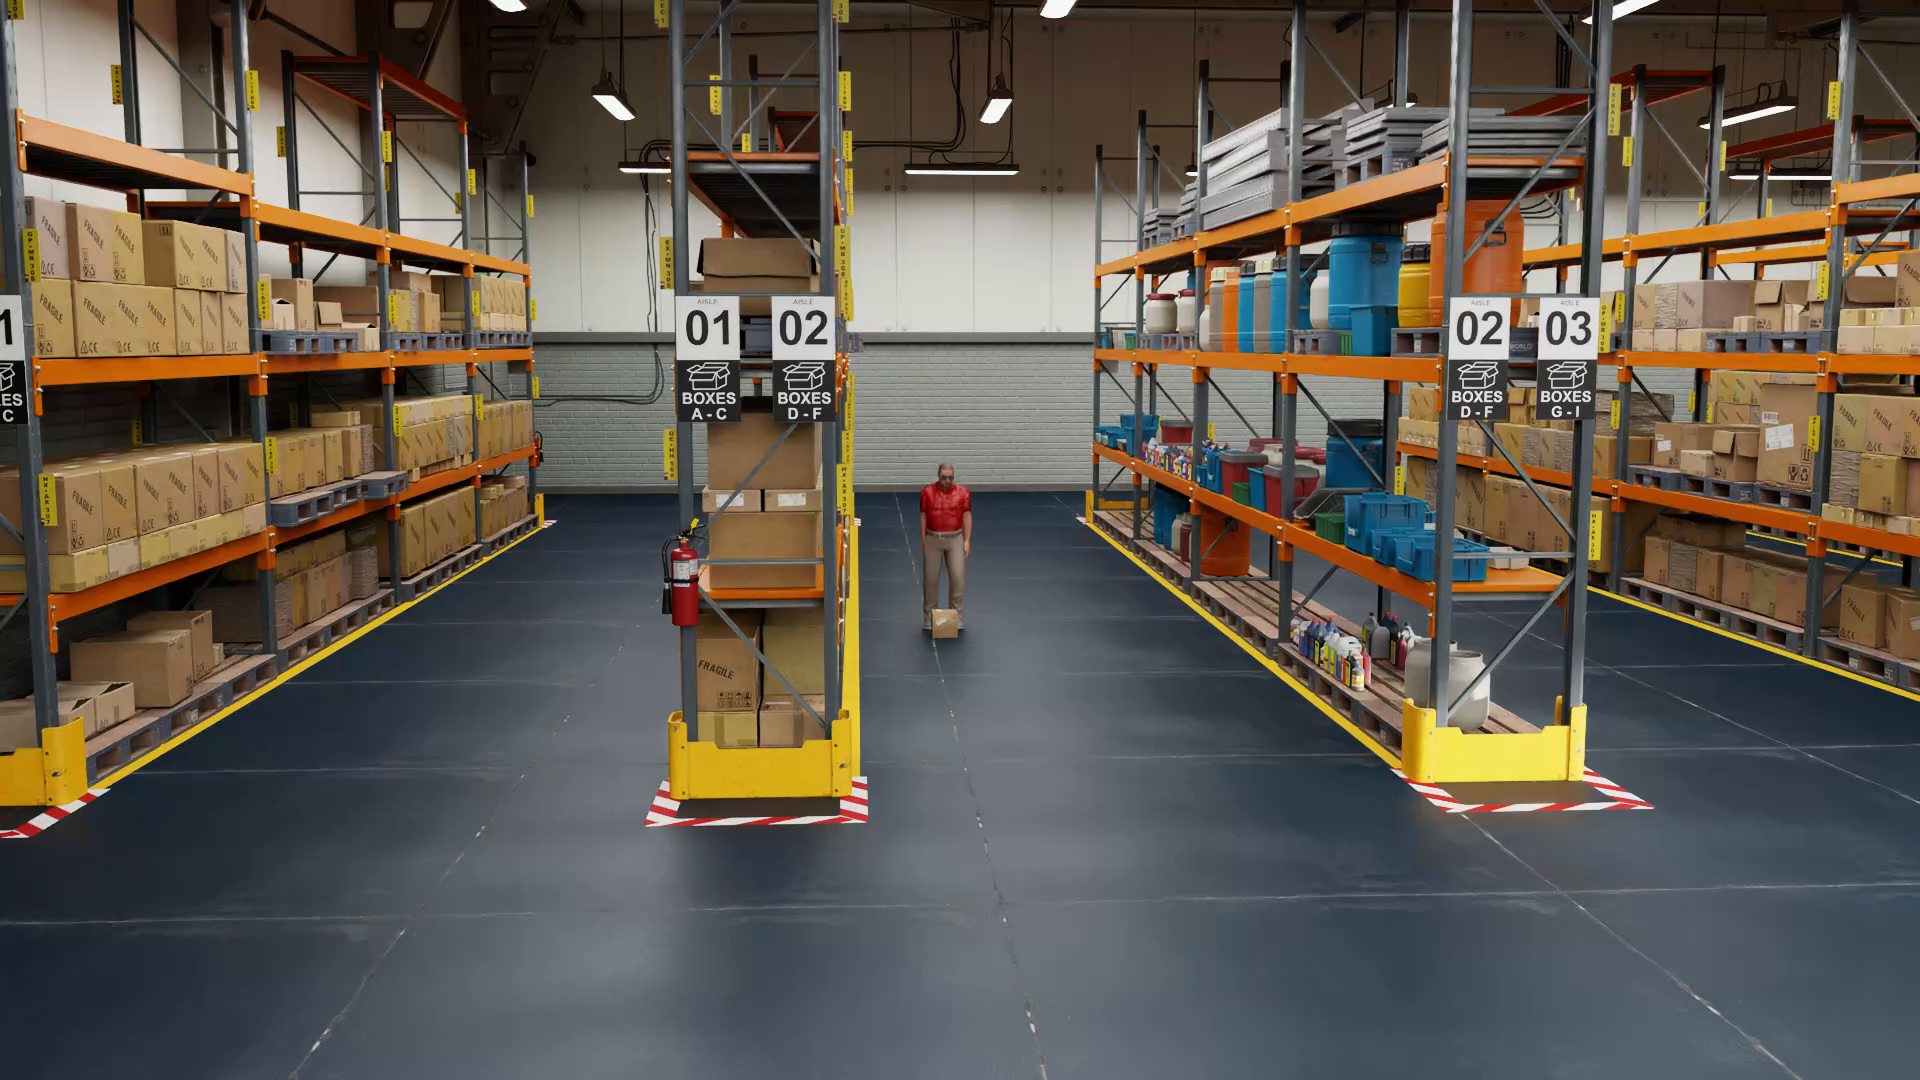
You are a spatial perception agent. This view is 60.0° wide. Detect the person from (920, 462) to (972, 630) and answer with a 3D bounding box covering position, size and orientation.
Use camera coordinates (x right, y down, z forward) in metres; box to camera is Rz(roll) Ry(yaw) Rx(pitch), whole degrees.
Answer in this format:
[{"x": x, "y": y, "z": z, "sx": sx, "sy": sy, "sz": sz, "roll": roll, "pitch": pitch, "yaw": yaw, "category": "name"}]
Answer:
[{"x": -0.144, "y": 0.054, "z": 16.955, "sx": 0.536, "sy": 1.716, "sz": 0.362, "roll": 0, "pitch": 7, "yaw": -2, "category": "person"}]
